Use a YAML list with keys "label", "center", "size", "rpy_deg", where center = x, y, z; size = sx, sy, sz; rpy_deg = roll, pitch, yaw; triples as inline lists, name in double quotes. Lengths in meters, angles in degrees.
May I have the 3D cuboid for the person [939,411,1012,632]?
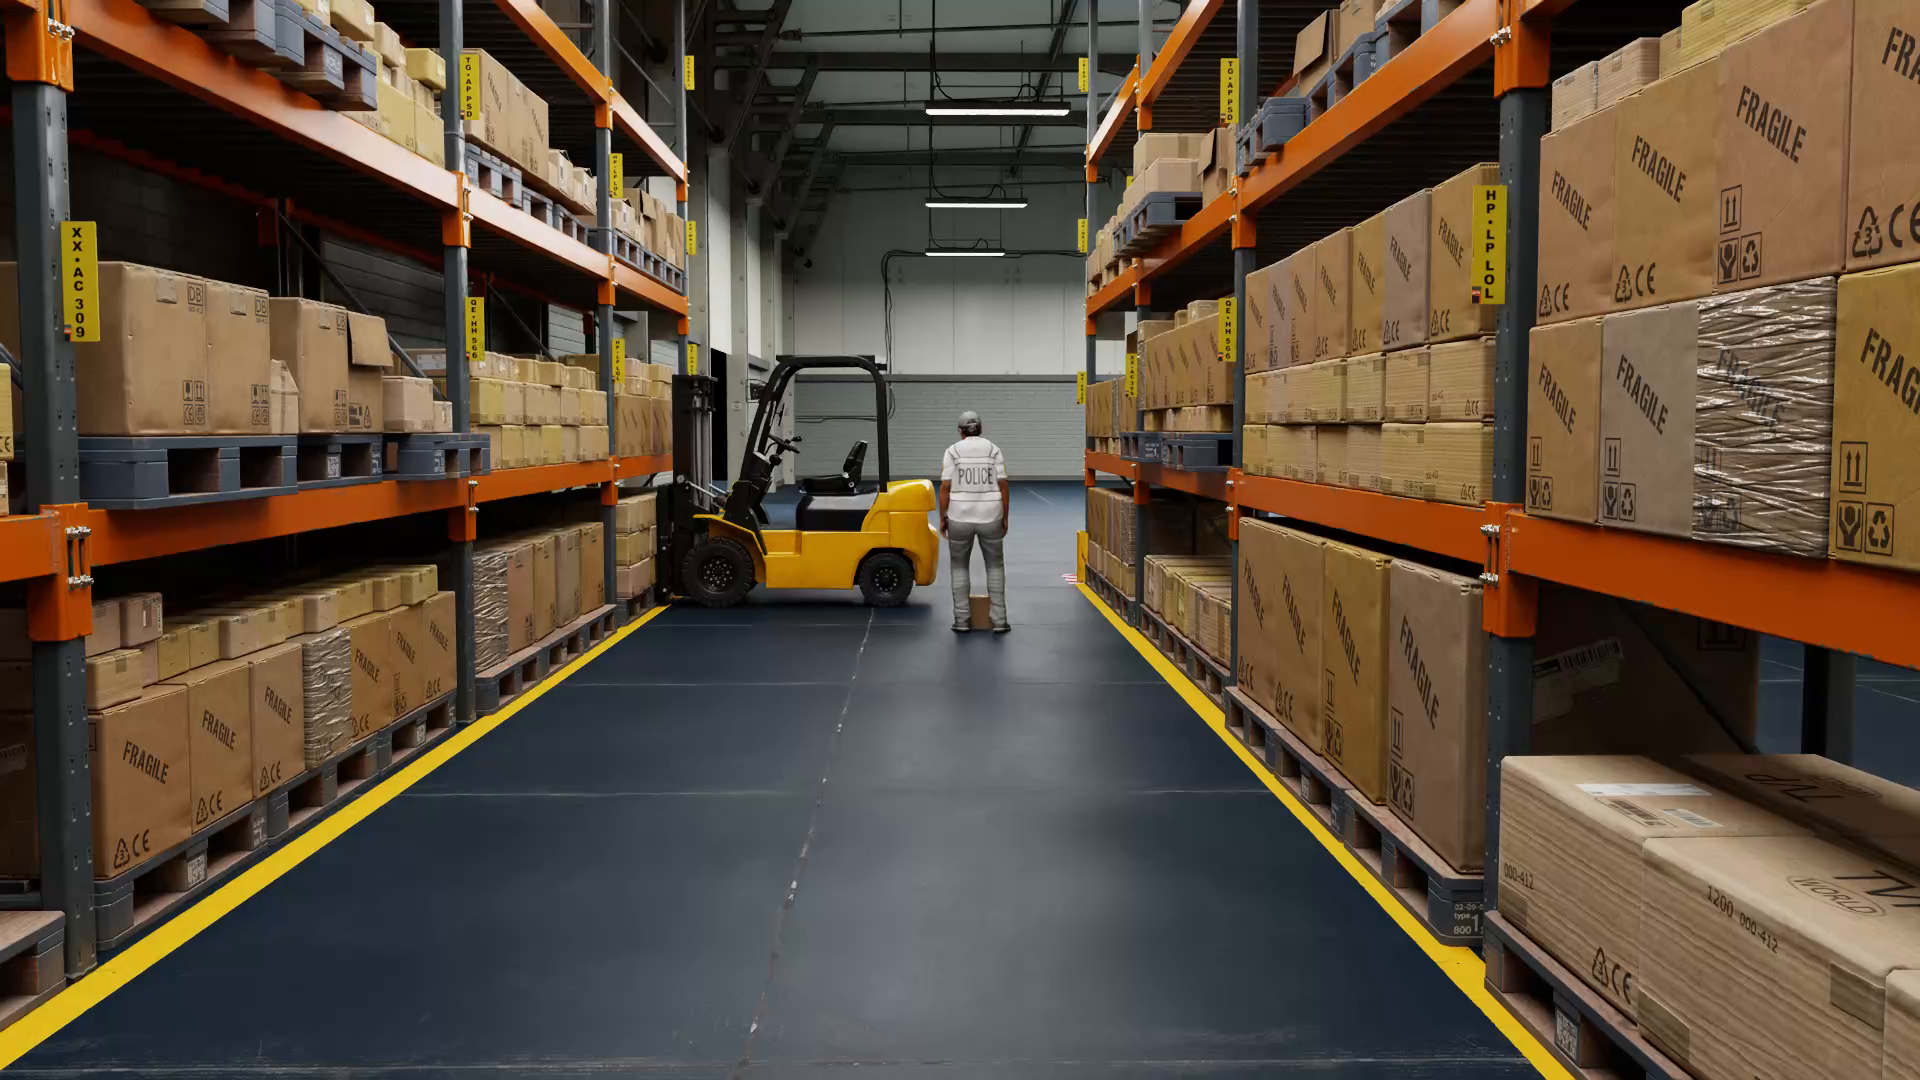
- label: "person"
  center: [0.119, -0.139, 12.524]
  size: [0.561, 1.665, 0.470]
  rpy_deg: [0, 4, -5]
